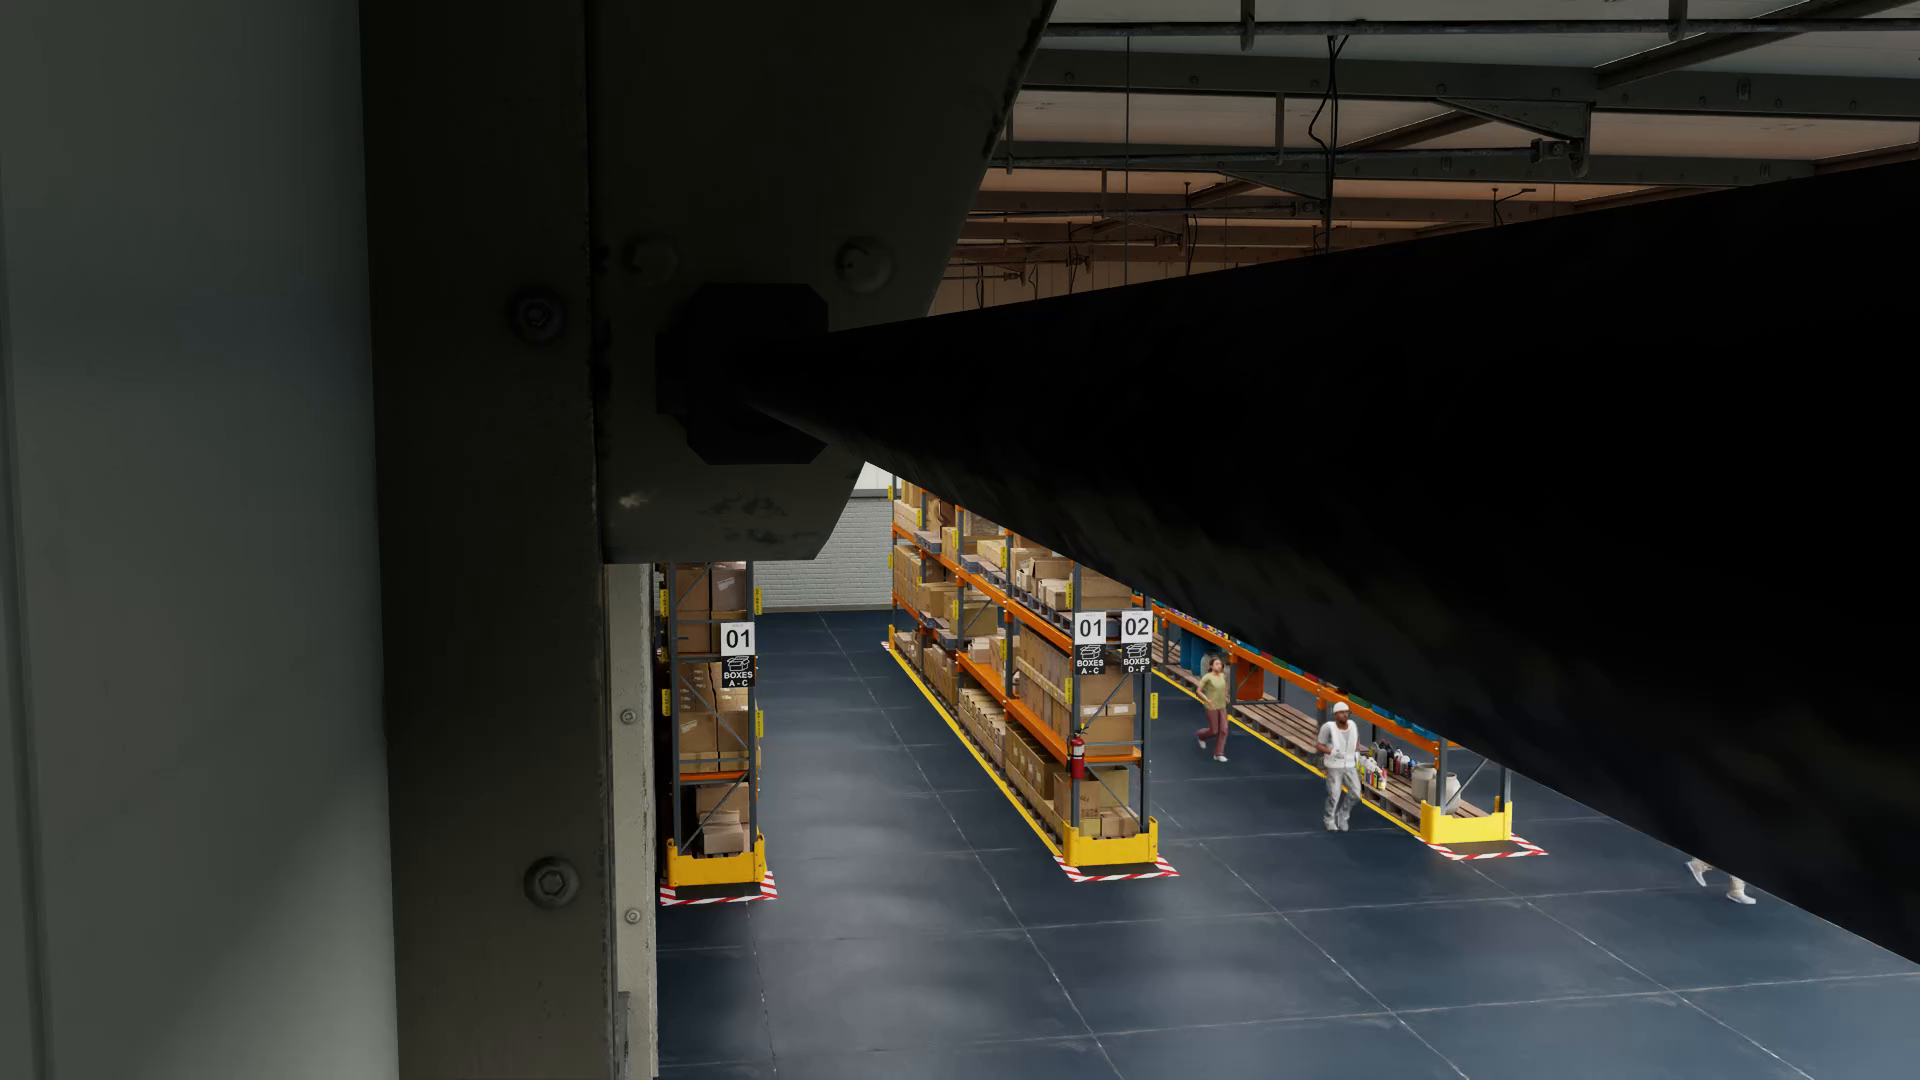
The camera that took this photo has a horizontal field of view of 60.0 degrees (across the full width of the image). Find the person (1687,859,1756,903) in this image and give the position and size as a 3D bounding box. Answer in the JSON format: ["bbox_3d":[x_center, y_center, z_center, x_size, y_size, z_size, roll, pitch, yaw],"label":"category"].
[{"bbox_3d":[9.026,3.399,19.614,0.744,1.715,0.695,3,7,26],"label":"person"}]

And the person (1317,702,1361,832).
[{"bbox_3d":[5.117,3.060,22.233,0.670,1.797,0.596,-2,6,-14],"label":"person"}]

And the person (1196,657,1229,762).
[{"bbox_3d":[4.042,2.661,26.406,0.596,1.633,0.762,-3,7,-27],"label":"person"}]
